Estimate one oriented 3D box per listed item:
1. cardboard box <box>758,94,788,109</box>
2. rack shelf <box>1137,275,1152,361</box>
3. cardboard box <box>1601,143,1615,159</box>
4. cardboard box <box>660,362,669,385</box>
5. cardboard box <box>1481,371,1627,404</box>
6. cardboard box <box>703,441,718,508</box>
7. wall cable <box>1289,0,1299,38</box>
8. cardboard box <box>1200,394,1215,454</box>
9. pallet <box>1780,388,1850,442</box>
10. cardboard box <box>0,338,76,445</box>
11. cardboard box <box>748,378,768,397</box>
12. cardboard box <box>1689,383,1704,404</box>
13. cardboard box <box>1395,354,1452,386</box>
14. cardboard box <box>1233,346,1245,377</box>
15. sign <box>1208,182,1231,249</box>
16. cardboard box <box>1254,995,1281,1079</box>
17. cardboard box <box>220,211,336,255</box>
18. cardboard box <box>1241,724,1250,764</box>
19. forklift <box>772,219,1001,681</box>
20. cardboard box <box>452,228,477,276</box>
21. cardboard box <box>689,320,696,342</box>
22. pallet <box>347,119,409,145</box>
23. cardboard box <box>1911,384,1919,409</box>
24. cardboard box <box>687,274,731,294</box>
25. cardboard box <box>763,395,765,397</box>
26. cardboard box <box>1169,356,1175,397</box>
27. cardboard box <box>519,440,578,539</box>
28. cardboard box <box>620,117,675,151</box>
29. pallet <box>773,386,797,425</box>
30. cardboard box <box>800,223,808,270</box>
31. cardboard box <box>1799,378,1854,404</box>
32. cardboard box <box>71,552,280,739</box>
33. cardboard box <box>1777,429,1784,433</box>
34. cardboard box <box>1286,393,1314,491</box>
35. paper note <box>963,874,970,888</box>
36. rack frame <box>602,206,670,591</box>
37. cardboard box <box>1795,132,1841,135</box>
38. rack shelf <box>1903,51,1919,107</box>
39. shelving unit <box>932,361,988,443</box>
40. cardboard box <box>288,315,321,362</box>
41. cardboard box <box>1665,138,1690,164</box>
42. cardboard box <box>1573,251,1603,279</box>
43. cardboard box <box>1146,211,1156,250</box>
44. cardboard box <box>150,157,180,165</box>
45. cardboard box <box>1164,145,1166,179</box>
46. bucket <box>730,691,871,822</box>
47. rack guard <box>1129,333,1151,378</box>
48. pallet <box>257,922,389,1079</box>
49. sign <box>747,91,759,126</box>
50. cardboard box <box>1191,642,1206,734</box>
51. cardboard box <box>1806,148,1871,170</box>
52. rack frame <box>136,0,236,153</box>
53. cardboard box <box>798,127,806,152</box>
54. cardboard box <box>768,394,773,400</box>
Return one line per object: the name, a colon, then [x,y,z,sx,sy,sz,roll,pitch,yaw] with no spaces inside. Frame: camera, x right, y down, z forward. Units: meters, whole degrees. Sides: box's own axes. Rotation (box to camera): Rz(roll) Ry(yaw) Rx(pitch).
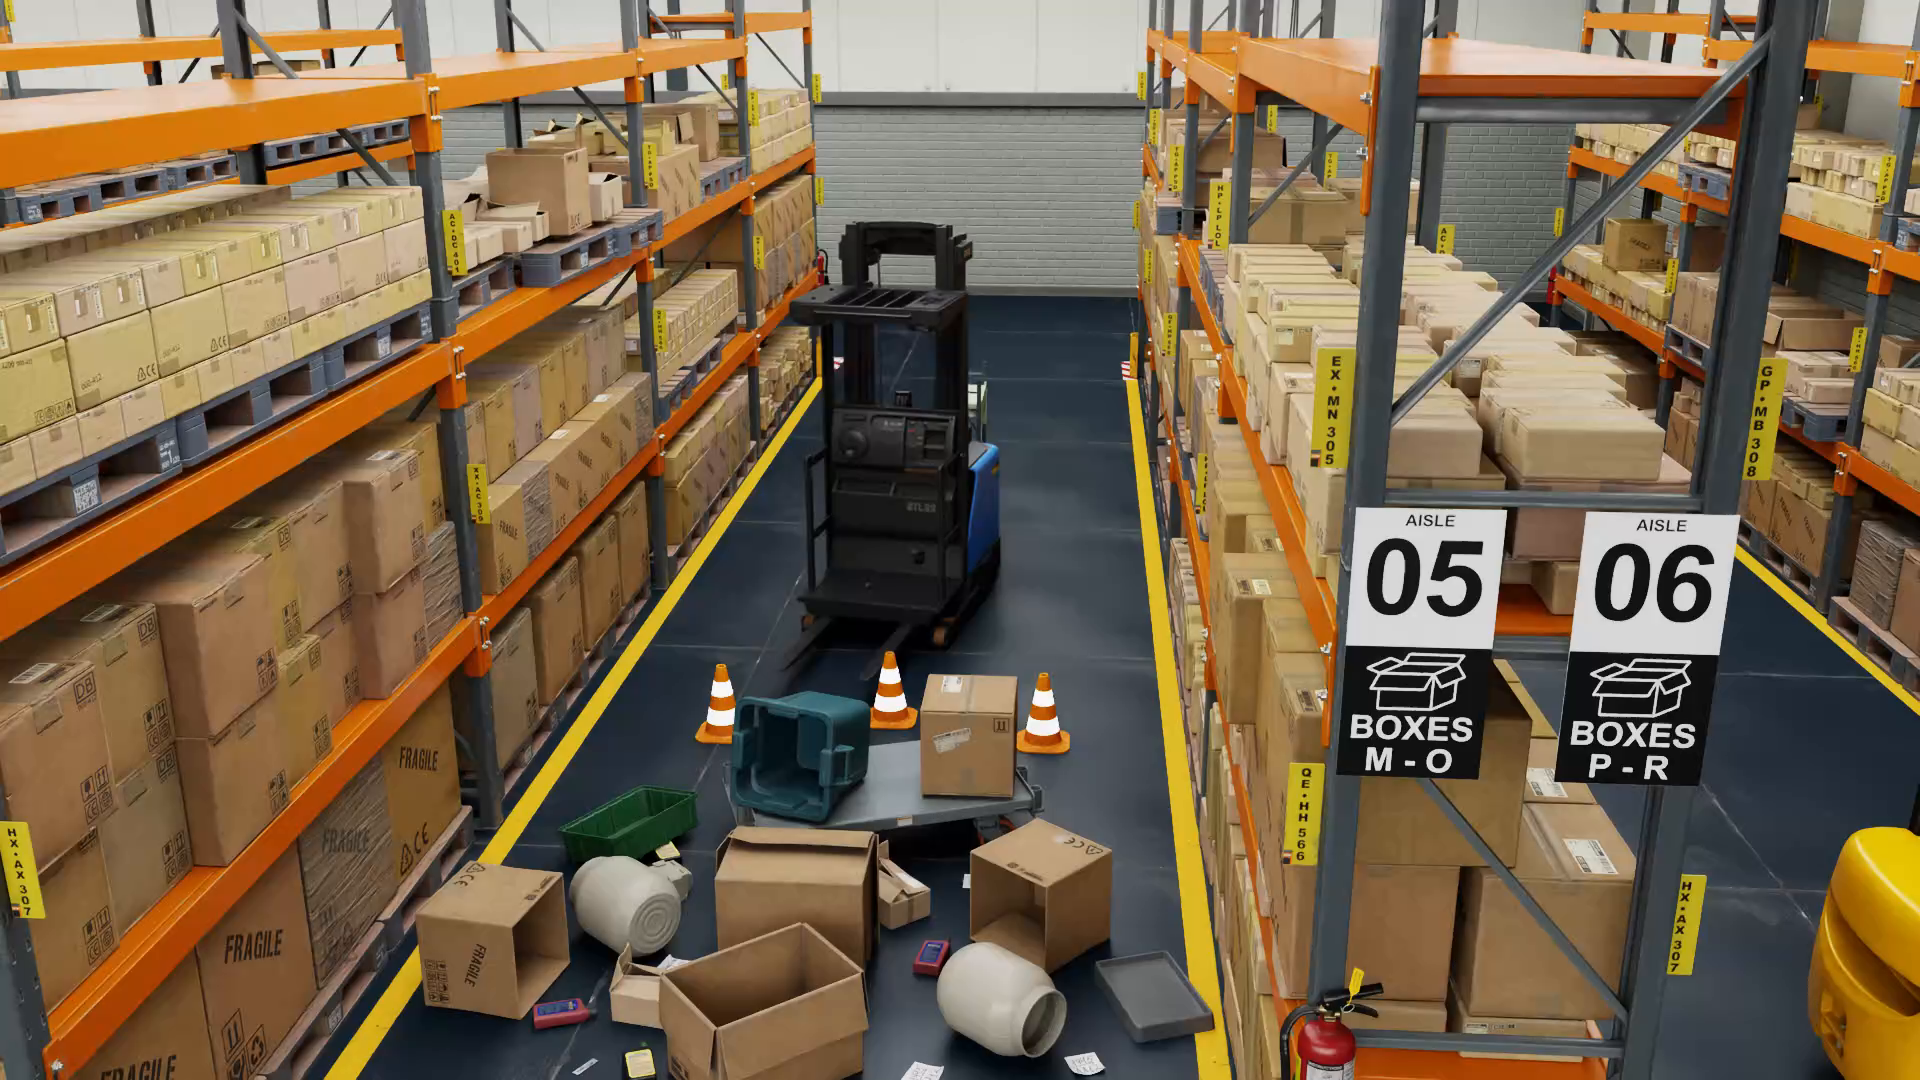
cardboard box: [-2.105,-4.809,18.261,0.380,0.149,0.250,2,18,5]
rack shelf: [2.550,-2.492,18.367,1.077,0.370,4.000,1,18,4]
cardboard box: [7.230,-4.240,18.131,0.380,0.149,0.250,1,18,4]
cardboard box: [-2.572,-1.348,13.447,0.380,0.149,0.250,2,18,7]
cardboard box: [1.857,-0.432,5.228,0.380,0.149,0.250,1,18,4]
cardboard box: [-2.455,-0.591,14.750,0.500,0.500,0.500,1,18,3]
wall cable: [6.346,-8.005,24.342,2.988,3.039,0.133,1,18,4]
cardboard box: [1.715,-0.579,10.061,0.500,0.500,0.500,2,18,6]
pallet: [7.050,-0.982,12.910,1.213,0.211,1.003,1,18,4]
cardboard box: [-3.108,-0.452,5.095,0.500,0.250,0.500,1,18,4]
cardboard box: [-2.228,-1.606,17.456,0.380,0.149,0.250,2,18,7]
cardboard box: [7.096,-1.377,15.629,0.380,0.149,0.250,0,18,1]
cardboard box: [1.403,-0.519,5.495,0.380,0.149,0.250,1,18,4]
cardboard box: [1.489,-0.863,7.825,0.380,0.149,0.250,1,18,4]
sign: [1.279,-1.598,8.202,0.100,0.325,0.005,1,18,4]
cardboard box: [1.344,2.010,6.008,0.500,0.500,0.500,1,18,4]
cardboard box: [-2.891,-1.304,7.056,0.380,0.149,0.250,1,18,4]
cardboard box: [1.445,0.683,6.884,0.500,0.500,0.500,1,18,5]
forklift: [-0.541,-0.743,11.983,1.130,2.935,3.031,5,19,14]
cardboard box: [-2.819,-1.598,9.046,0.258,0.266,0.396,1,18,3]
cardboard box: [-2.499,-1.817,14.402,0.380,0.149,0.250,1,18,3]
pallet: [-7.234,-4.829,19.668,1.003,0.211,1.213,1,18,4]
cardboard box: [6.744,-0.961,11.336,0.380,0.149,0.250,2,18,5]
cardboard box: [-2.390,-2.442,15.833,0.380,0.149,0.250,1,18,2]
cardboard box: [-2.264,-1.464,17.500,0.380,0.149,0.250,1,18,4]
cardboard box: [1.901,-1.293,12.990,0.500,0.250,0.500,1,18,4]
cardboard box: [-2.731,-0.324,10.435,0.500,0.500,0.500,1,18,4]
cardboard box: [-2.505,-3.246,13.305,0.396,0.266,0.258,1,18,4]
pallet: [-2.440,-1.556,18.833,1.003,0.211,1.213,1,18,4]
cardboard box: [-2.069,-3.418,19.399,0.500,0.500,0.500,1,18,3]
cardboard box: [6.735,-1.154,12.856,0.380,0.149,0.250,2,18,5]
cardboard box: [-3.210,0.392,6.433,0.875,0.550,0.550,1,18,4]
cardboard box: [7.036,-0.911,14.683,0.380,0.149,0.250,2,18,6]
cardboard box: [1.365,-0.302,5.474,0.500,0.250,0.500,1,18,3]
paper note: [0.093,1.809,8.852,0.148,0.019,0.142,1,18,4]
rack frame: [-2.825,-1.050,12.809,1.000,3.000,0.127,1,18,4]
cardboard box: [7.419,-3.463,14.447,0.380,0.149,0.250,2,18,5]
rack shelf: [6.928,-2.559,9.578,1.077,0.370,4.000,1,18,4]
shelving unit: [0.000,-0.711,14.183,0.431,1.500,0.755,1,18,4]
cardboard box: [-2.908,-0.845,6.934,0.380,0.149,0.250,1,18,3]
cardboard box: [7.143,-3.754,16.009,0.500,0.250,0.500,1,18,4]
cardboard box: [7.307,-3.124,18.903,0.500,0.250,0.500,1,18,5]
cardboard box: [2.237,-3.204,17.617,0.500,0.500,0.500,2,18,5]
cardboard box: [-7.646,-3.678,15.482,0.500,0.311,0.500,1,18,2]
cardboard box: [1.926,-3.214,14.140,0.396,0.266,0.258,3,18,8]
bucket: [-0.822,1.120,9.005,0.726,0.611,0.620,8,10,23]
rack guard: [2.695,-2.275,20.562,1.175,0.500,0.348,1,18,4]
pallet: [-3.329,2.132,7.577,1.003,0.211,1.213,1,18,4]
sign: [-1.984,-4.139,15.957,0.100,0.325,0.005,1,18,4]
cardboard box: [1.916,0.935,10.299,0.950,0.372,0.625,2,18,7]
cardboard box: [6.878,-2.984,13.018,0.380,0.149,0.250,1,18,3]
rack frame: [-7.478,-5.285,16.100,1.000,3.000,0.127,1,18,4]
cardboard box: [-2.049,-4.583,19.015,0.500,0.250,0.500,1,18,4]
cardboard box: [-2.238,-1.484,18.038,0.380,0.149,0.250,1,18,3]
